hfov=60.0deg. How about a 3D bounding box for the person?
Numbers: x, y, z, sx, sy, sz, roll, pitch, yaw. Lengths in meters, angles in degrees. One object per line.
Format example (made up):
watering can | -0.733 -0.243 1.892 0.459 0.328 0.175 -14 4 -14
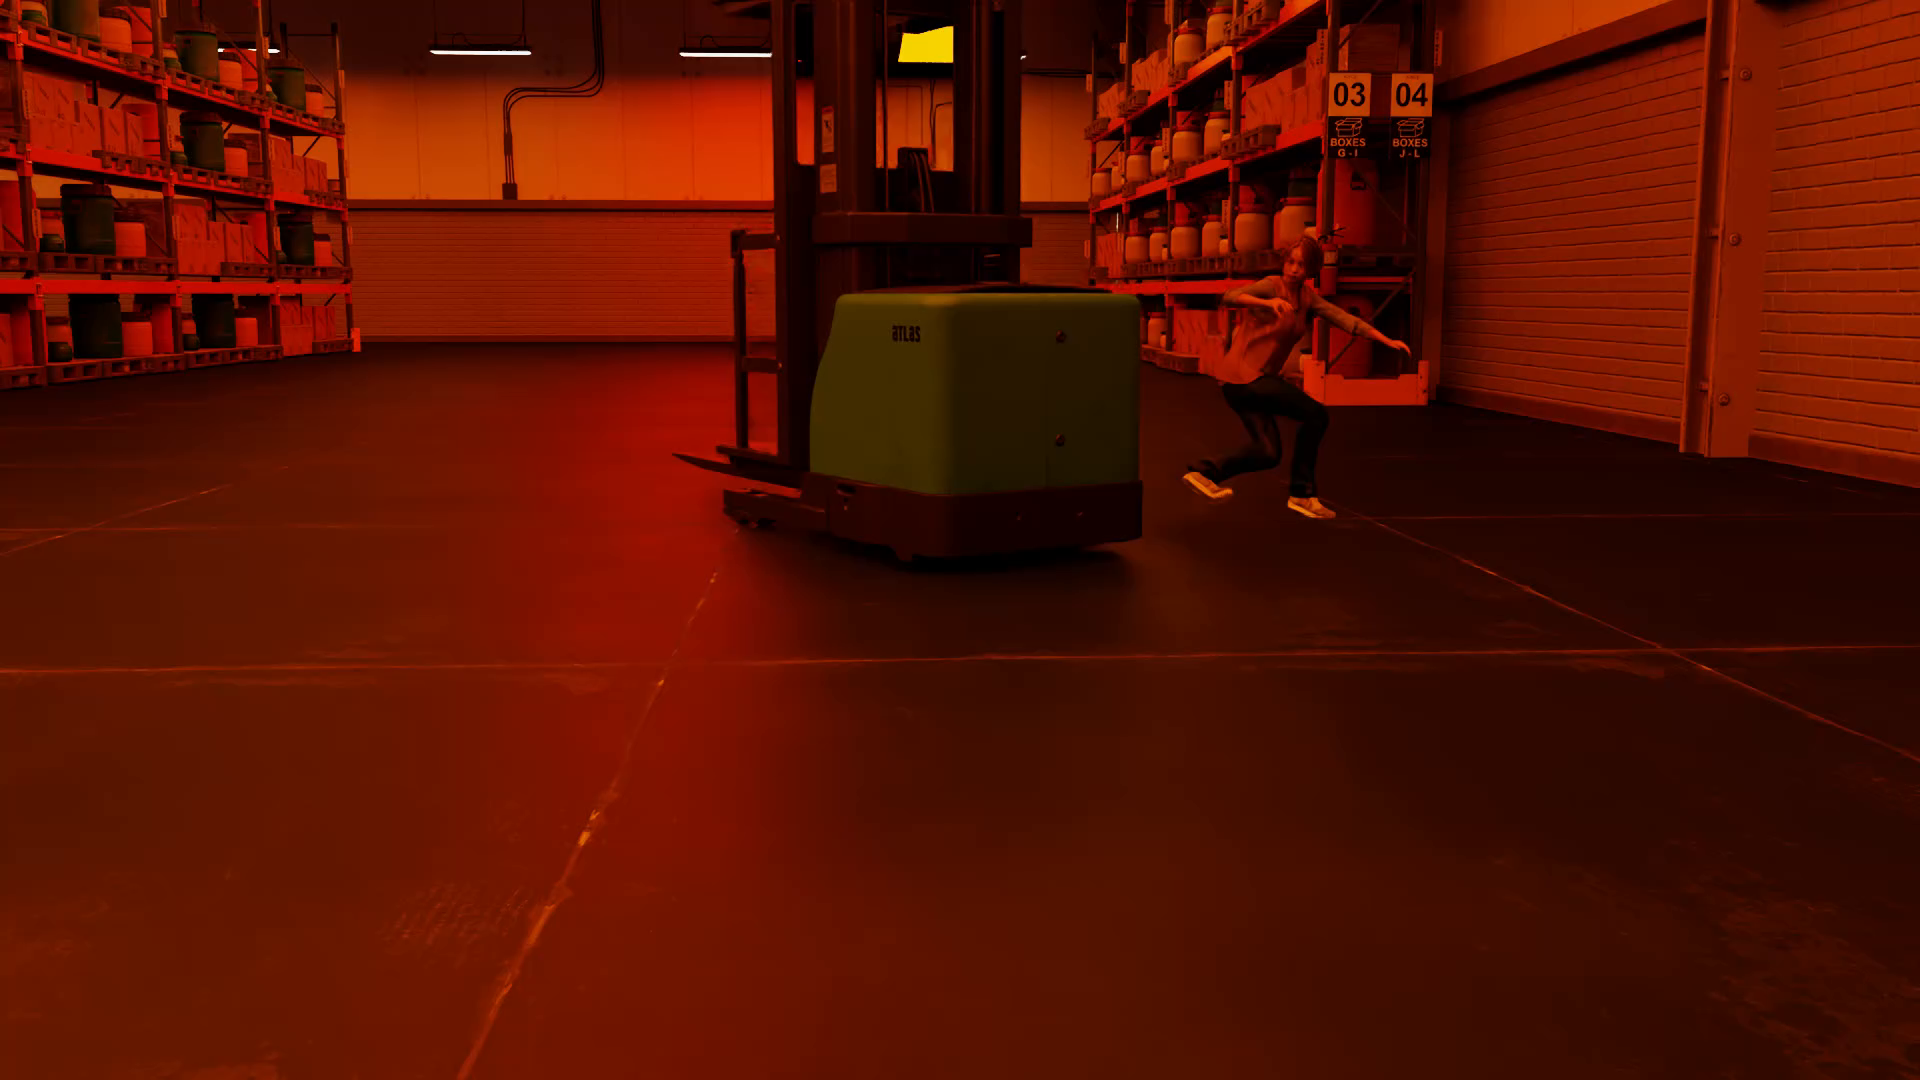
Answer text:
person | 1.594 -0.752 7.877 1.037 1.366 0.727 2 9 16

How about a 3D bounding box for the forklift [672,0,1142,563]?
forklift | -0.459 -1.534 7.663 1.130 2.935 3.031 -5 10 -32
